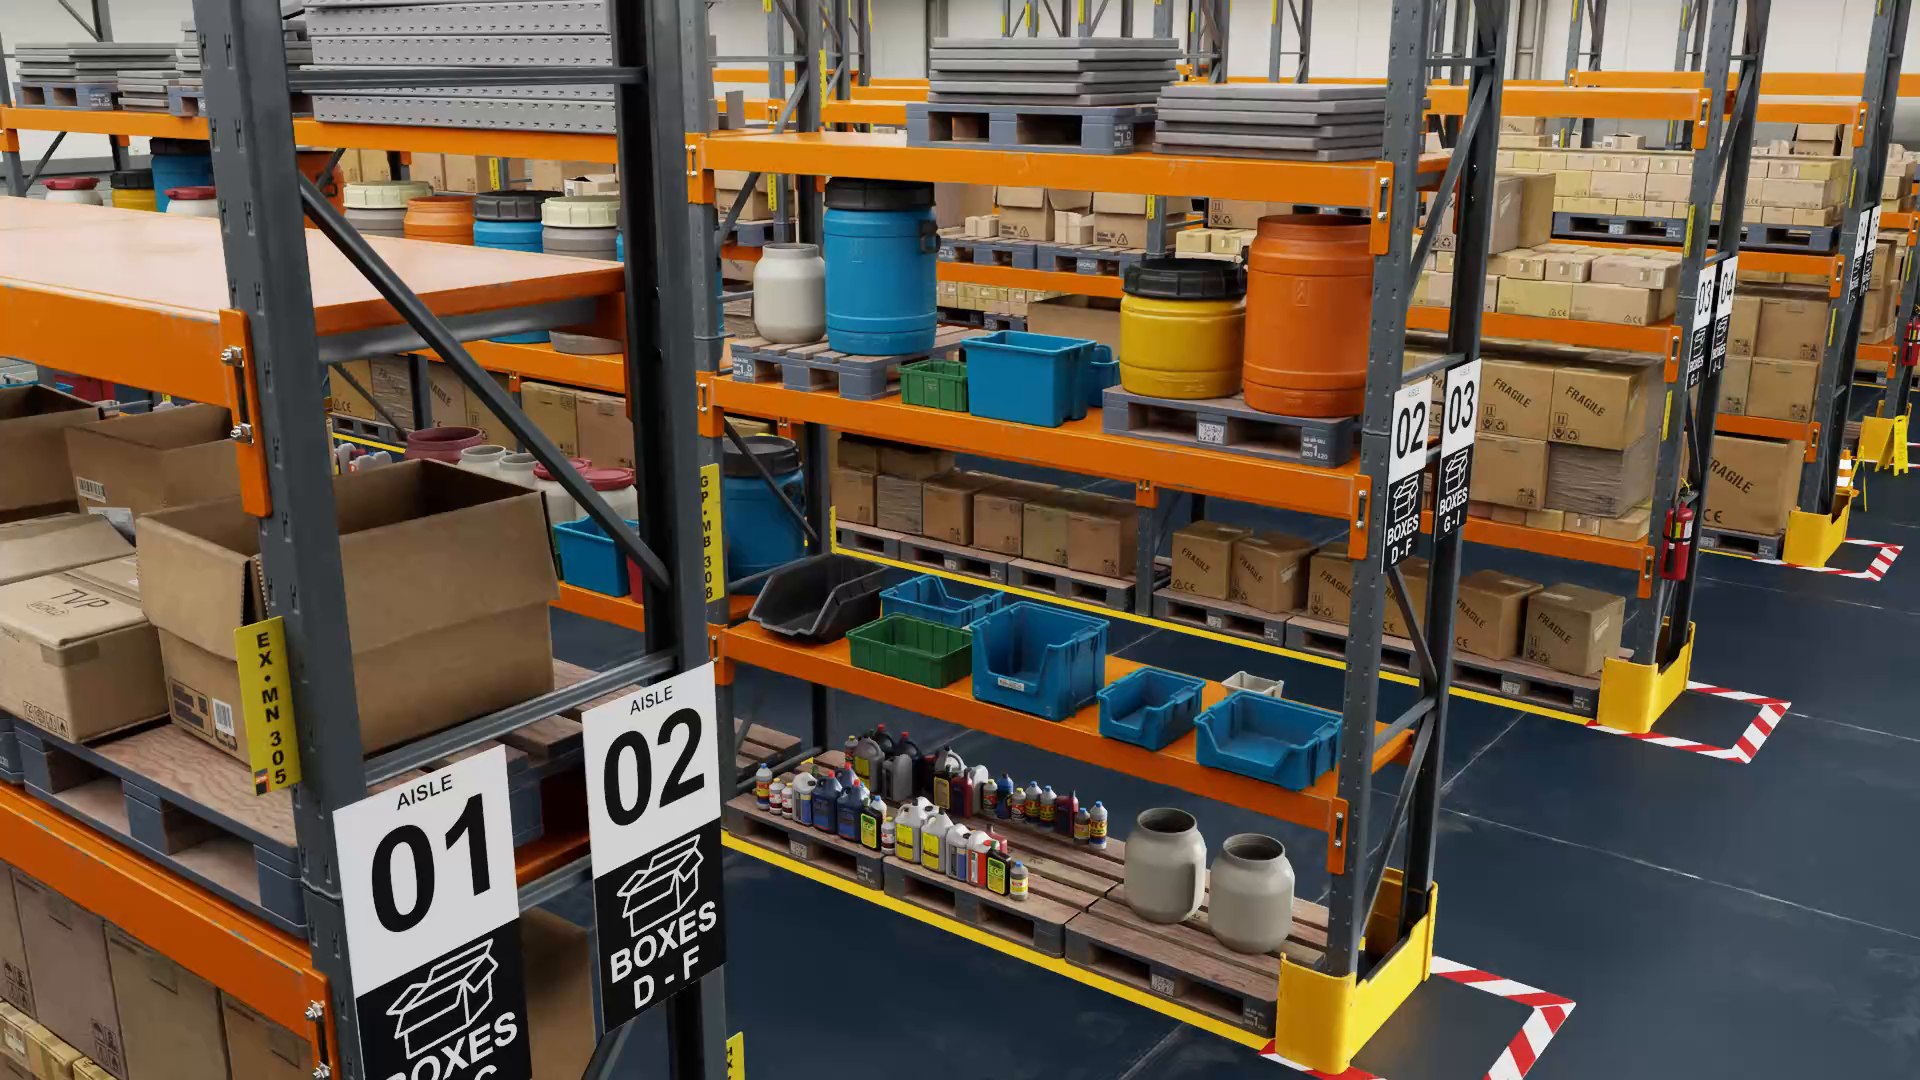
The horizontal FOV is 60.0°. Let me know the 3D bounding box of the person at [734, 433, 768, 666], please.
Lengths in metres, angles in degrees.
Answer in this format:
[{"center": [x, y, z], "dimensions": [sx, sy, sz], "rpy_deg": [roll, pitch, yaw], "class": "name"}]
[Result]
[{"center": [-1.589, 0.071, 12.741], "dimensions": [0.370, 1.777, 0.644], "rpy_deg": [13, 21, 36], "class": "person"}]
